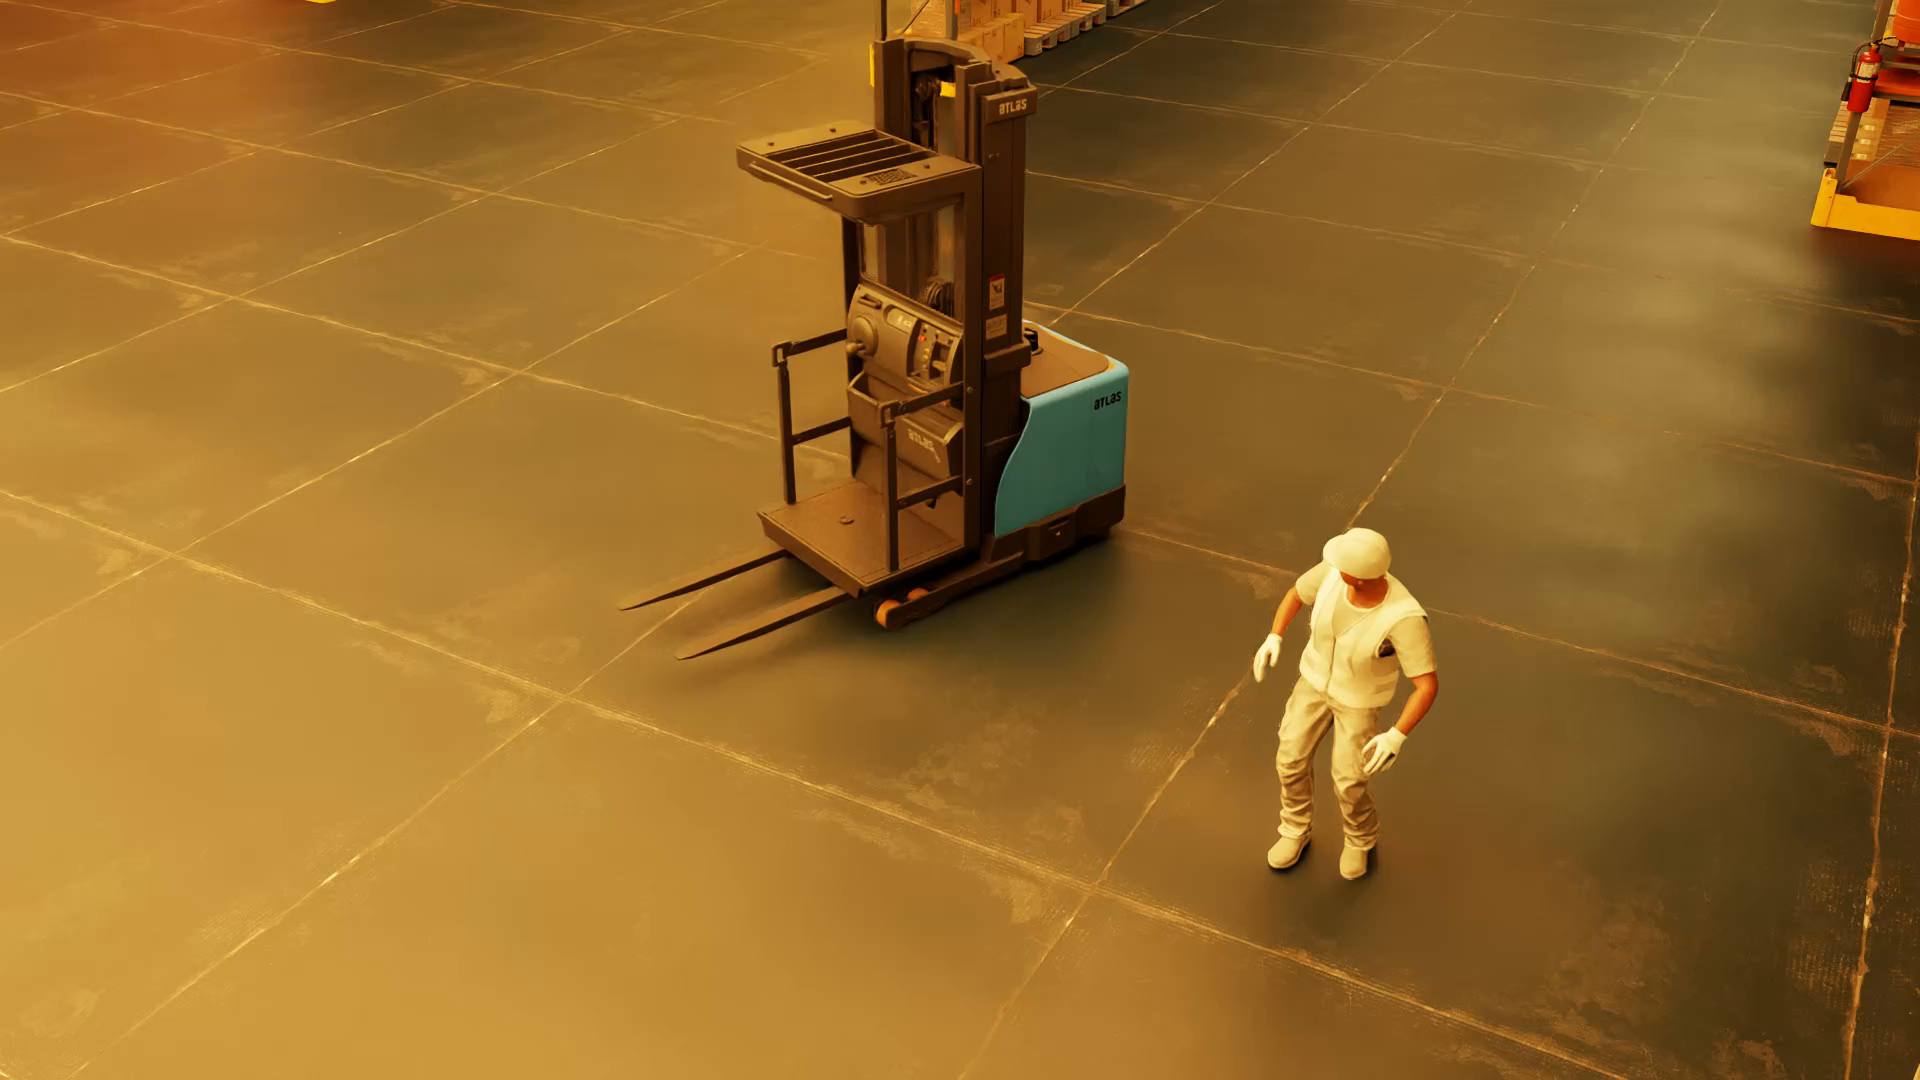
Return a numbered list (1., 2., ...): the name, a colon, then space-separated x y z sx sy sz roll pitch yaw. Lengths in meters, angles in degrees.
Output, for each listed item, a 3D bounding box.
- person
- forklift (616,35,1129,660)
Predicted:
1. person: 1.631 0.699 7.107 0.808 1.723 0.592 26 39 37
2. forklift: -0.470 -1.071 8.926 3.031 2.935 1.130 -22 37 -33
